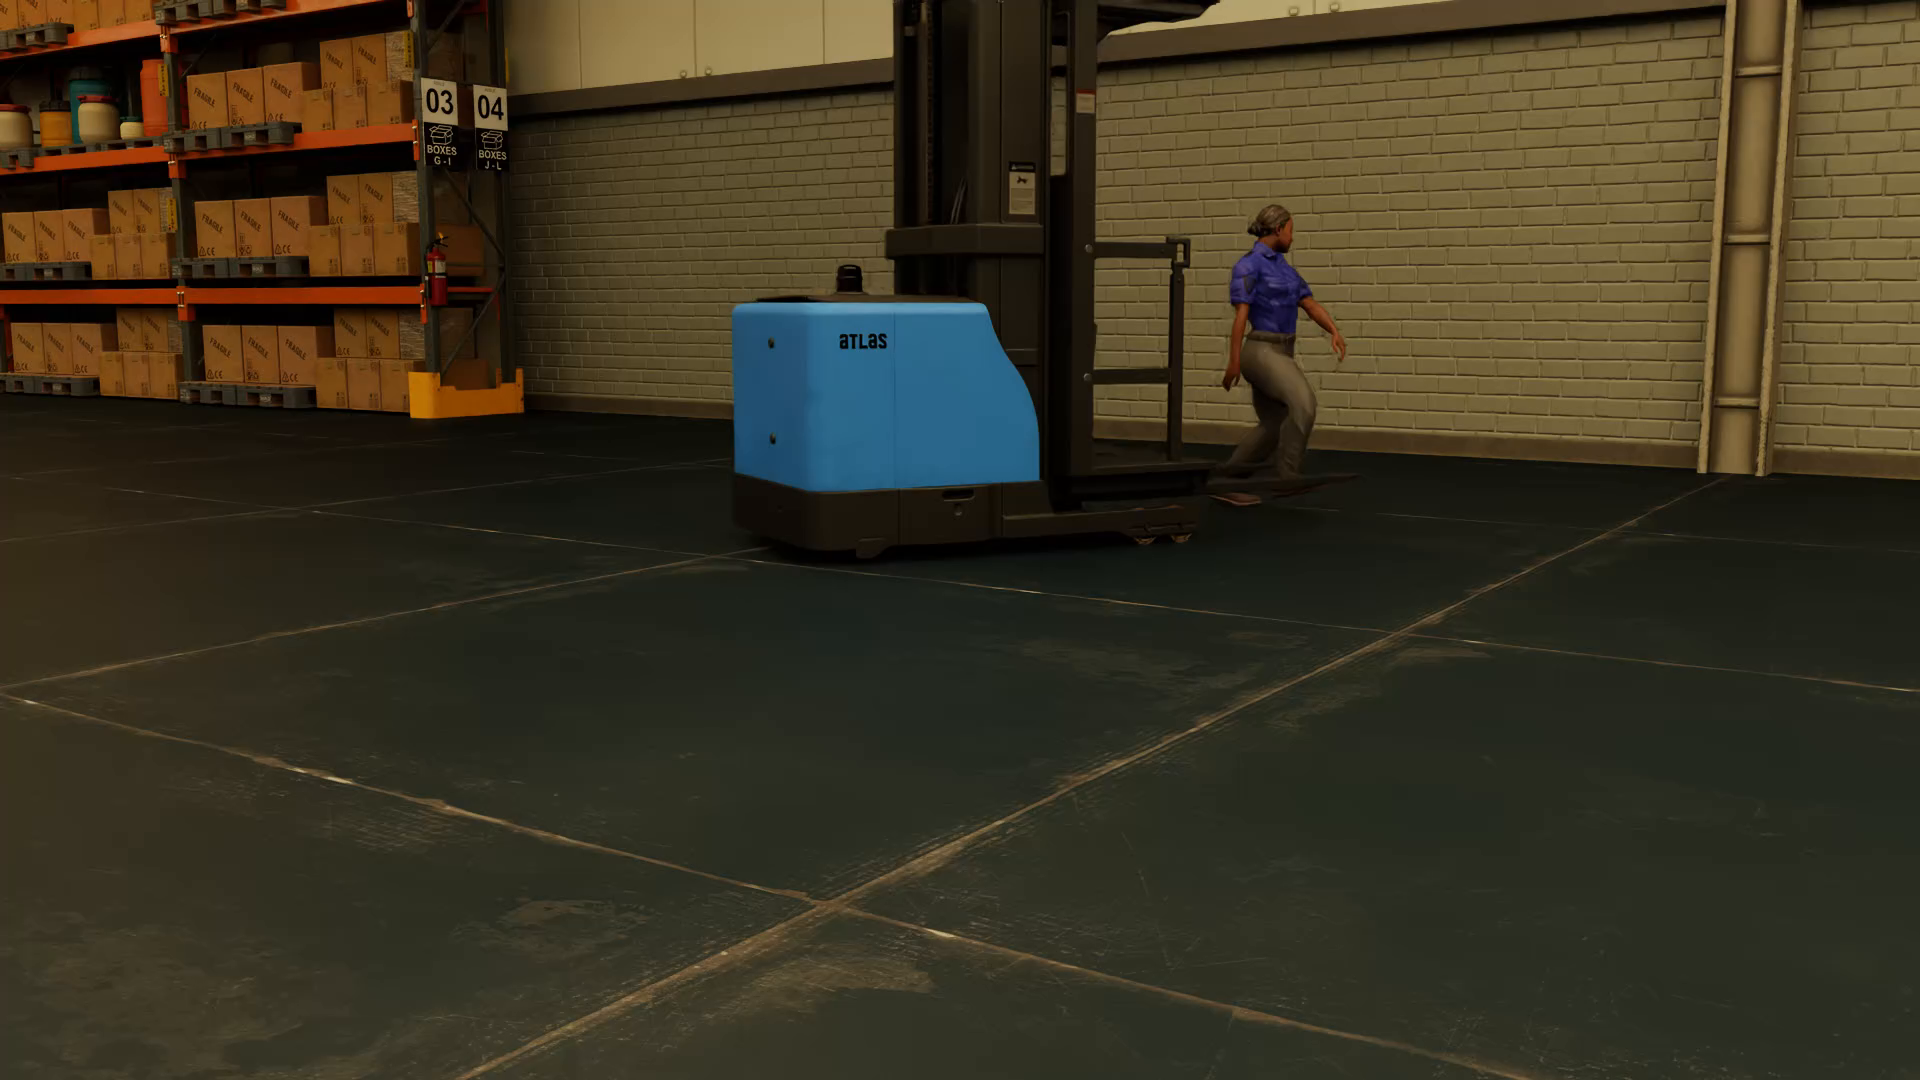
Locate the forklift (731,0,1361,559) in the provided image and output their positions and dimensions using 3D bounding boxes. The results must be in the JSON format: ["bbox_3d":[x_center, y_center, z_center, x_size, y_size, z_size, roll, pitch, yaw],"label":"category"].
[{"bbox_3d":[0.505,-1.494,7.700,3.031,2.935,1.130,-4,9,-28],"label":"forklift"}]

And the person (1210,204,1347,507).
[{"bbox_3d":[1.575,-0.922,8.488,0.783,1.571,0.599,5,10,32],"label":"person"}]
